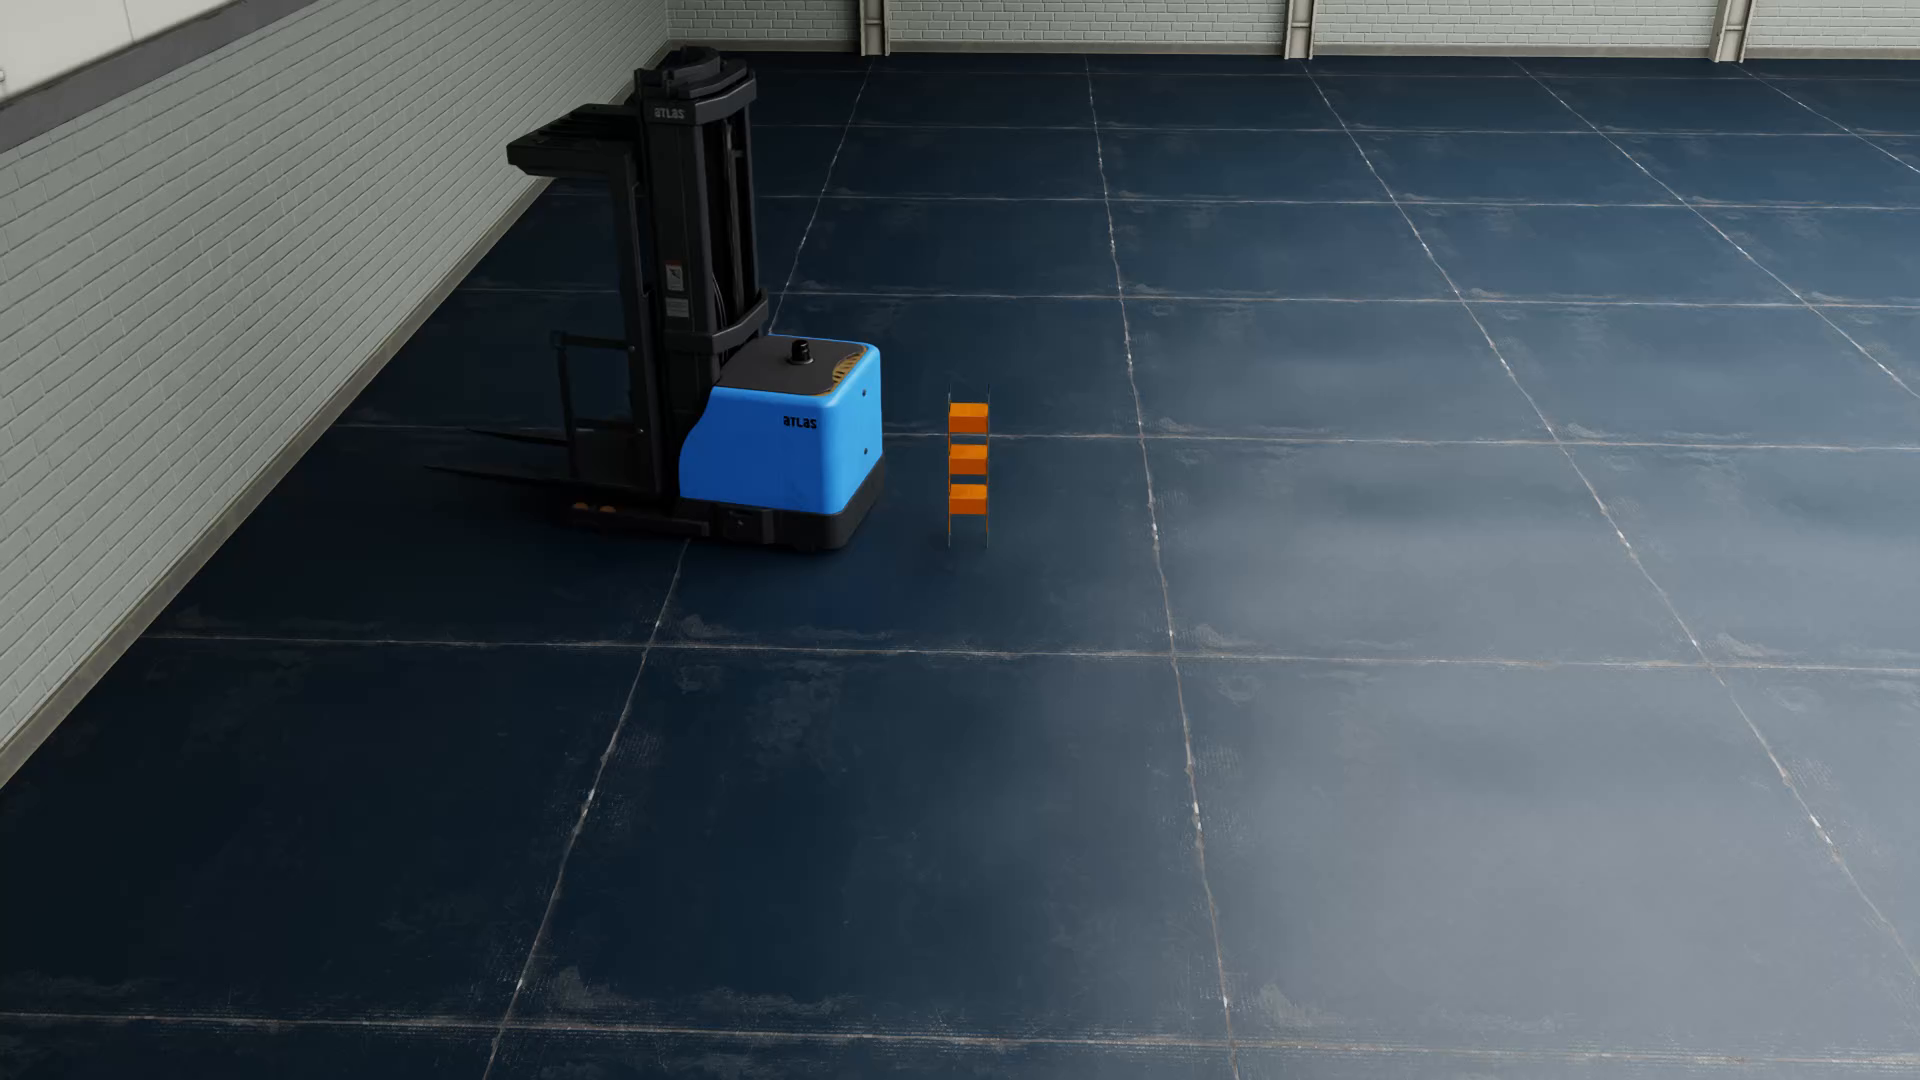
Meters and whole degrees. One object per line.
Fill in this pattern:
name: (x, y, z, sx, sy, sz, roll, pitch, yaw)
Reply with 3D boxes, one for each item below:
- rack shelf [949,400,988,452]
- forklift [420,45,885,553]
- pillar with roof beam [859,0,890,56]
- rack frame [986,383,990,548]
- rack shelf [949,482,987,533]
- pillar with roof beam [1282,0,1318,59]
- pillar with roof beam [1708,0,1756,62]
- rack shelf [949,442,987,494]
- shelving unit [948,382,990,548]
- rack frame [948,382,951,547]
rack shelf: (0.053, -0.704, 10.300, 0.240, 0.259, 0.215, 1, 28, 2)
forklift: (-2.079, -1.576, 10.520, 3.031, 2.935, 1.130, 7, 29, 13)
pillar with roof beam: (-1.362, -8.928, 17.909, 0.400, 9.000, 9.100, 1, 28, 2)
rack frame: (0.175, -0.461, 10.424, 0.008, 1.050, 0.200, 1, 28, 2)
rack shelf: (0.053, -0.208, 10.563, 0.240, 0.259, 0.215, 1, 28, 2)
pillar with roof beam: (4.634, -8.828, 17.722, 0.400, 9.000, 9.100, 1, 28, 2)
pillar with roof beam: (10.630, -8.729, 17.535, 0.400, 9.000, 9.100, 1, 28, 2)
rack shelf: (0.053, -0.454, 10.433, 0.240, 0.259, 0.215, 1, 28, 2)
shelving unit: (0.053, -0.463, 10.428, 0.252, 1.050, 0.215, 1, 28, 2)
rack frame: (-0.068, -0.465, 10.432, 0.008, 1.050, 0.200, 1, 28, 2)
